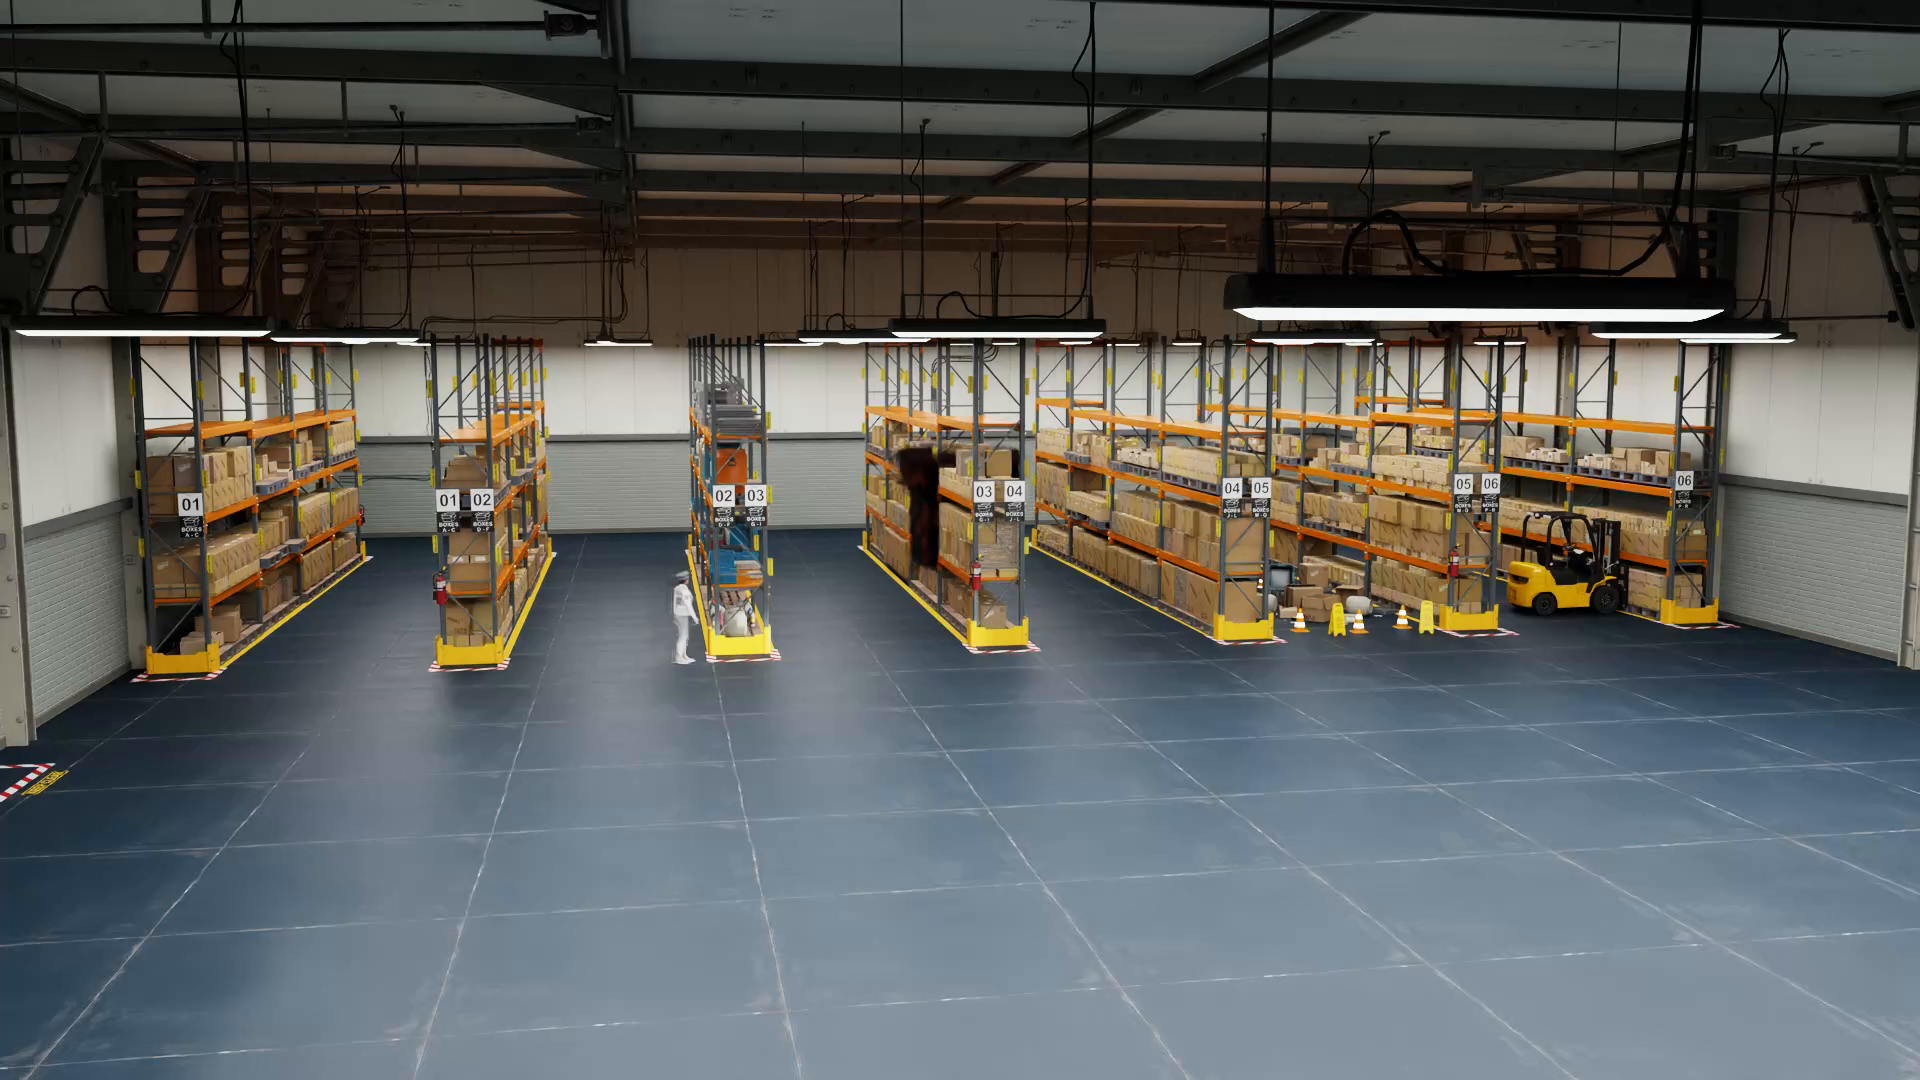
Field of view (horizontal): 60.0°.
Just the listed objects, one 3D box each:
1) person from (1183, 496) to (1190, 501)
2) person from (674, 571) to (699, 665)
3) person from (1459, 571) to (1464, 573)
[{"bbox_3d":[6.067,-0.269,45.169,0.688,1.656,0.610,-1,7,-10],"label":"person"},{"bbox_3d":[-5.003,1.419,30.359,0.431,1.693,0.513,-2,7,-15],"label":"person"},{"bbox_3d":[11.589,0.533,38.630,0.503,1.710,0.524,5,8,35],"label":"person"}]
